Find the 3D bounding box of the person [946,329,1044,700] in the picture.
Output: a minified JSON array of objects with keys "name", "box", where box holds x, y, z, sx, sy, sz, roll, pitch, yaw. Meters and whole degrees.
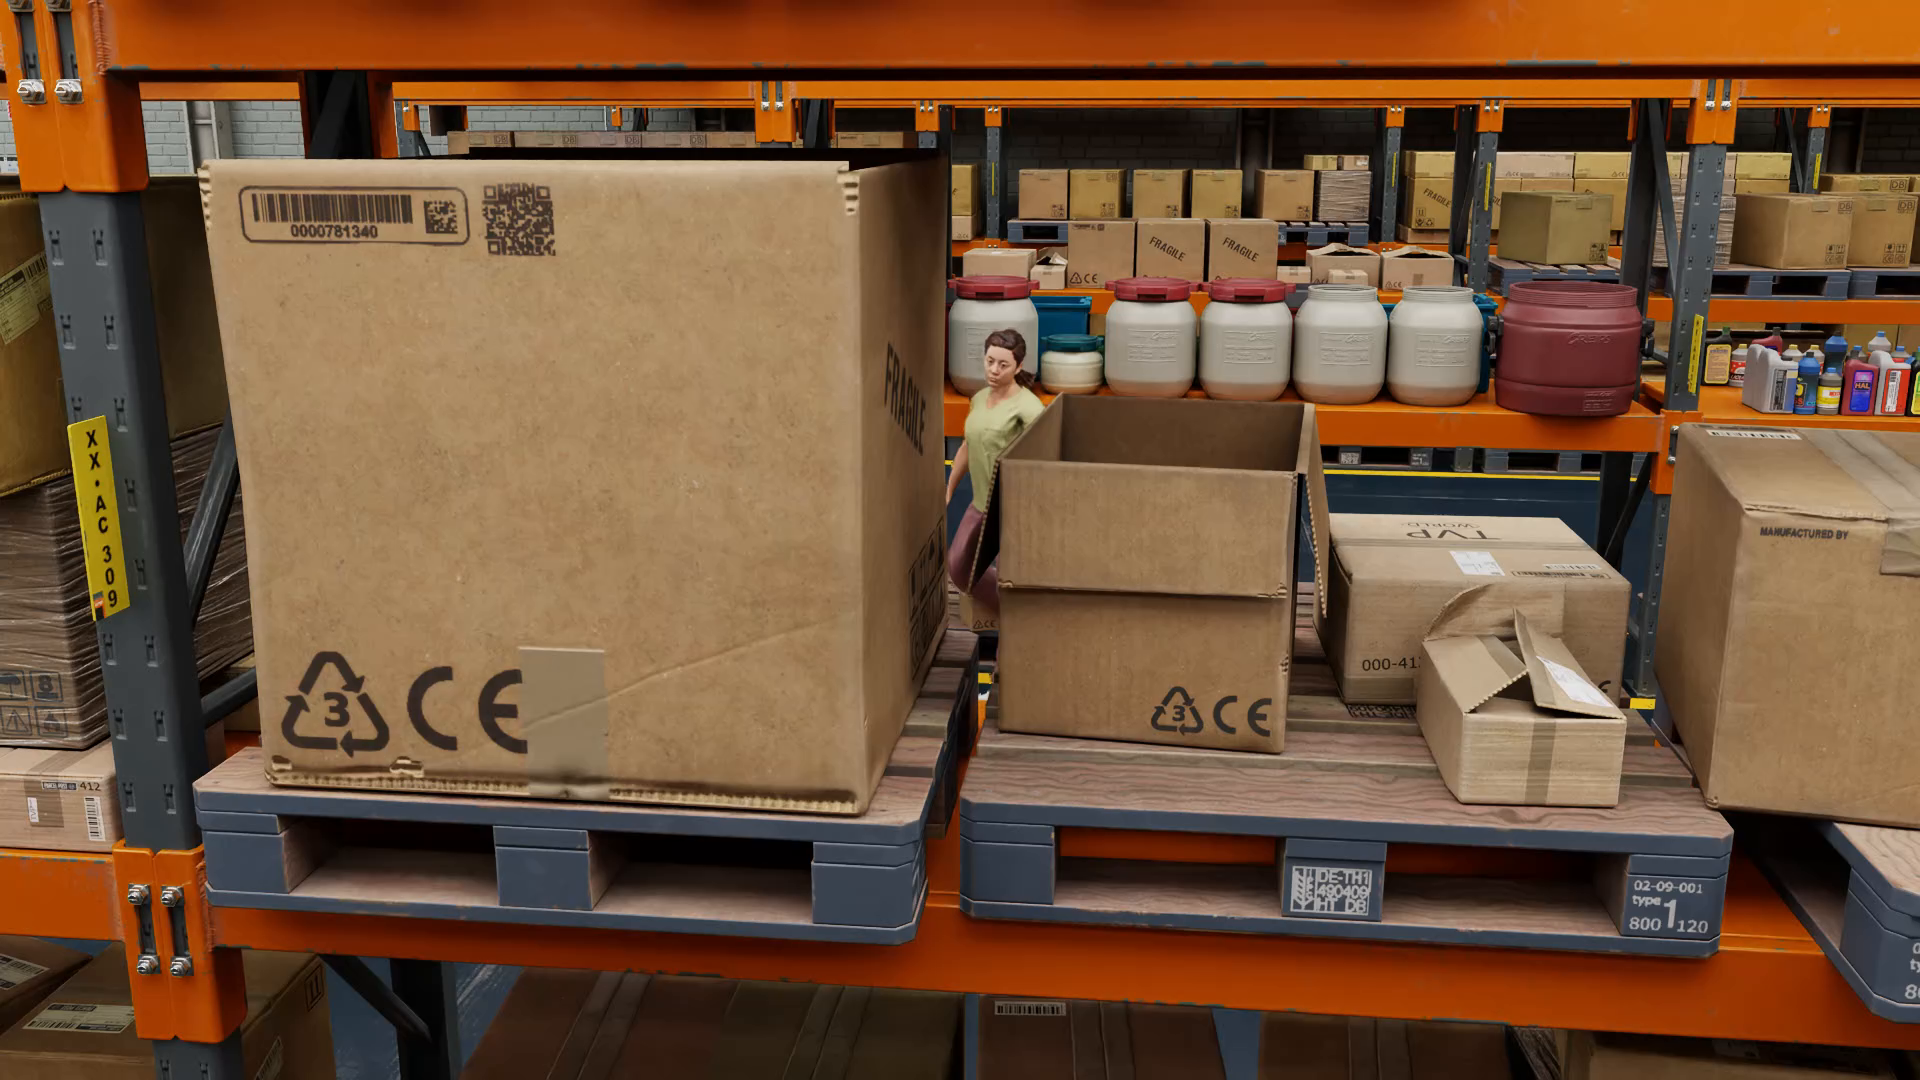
[{"name":"person","box":[0.194,-0.129,7.504,0.671,1.646,0.618,-10,17,-33]}]
